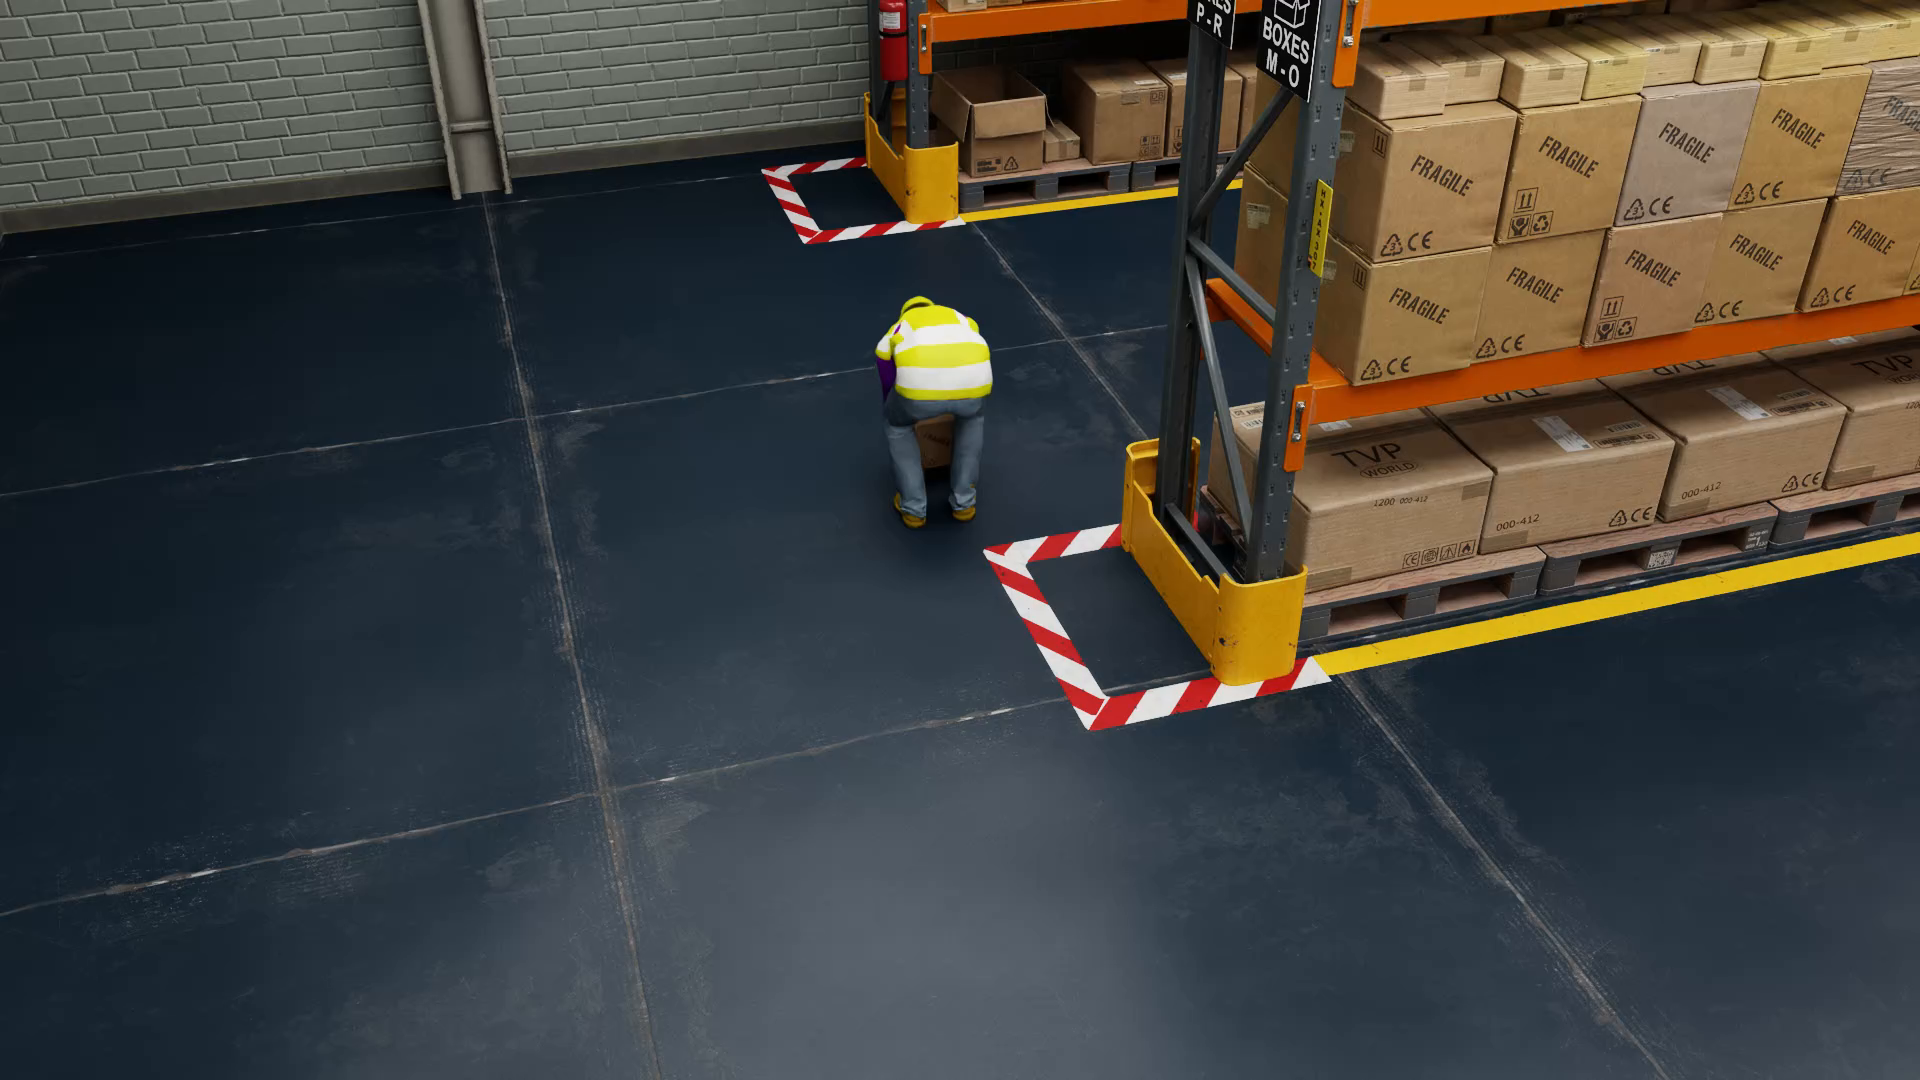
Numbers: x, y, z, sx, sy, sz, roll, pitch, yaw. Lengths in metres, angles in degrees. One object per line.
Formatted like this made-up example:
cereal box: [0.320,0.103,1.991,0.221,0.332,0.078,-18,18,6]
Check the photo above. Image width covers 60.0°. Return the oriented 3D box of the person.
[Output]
person: [-0.139,-0.729,7.771,0.475,1.142,0.975,-5,34,-7]
